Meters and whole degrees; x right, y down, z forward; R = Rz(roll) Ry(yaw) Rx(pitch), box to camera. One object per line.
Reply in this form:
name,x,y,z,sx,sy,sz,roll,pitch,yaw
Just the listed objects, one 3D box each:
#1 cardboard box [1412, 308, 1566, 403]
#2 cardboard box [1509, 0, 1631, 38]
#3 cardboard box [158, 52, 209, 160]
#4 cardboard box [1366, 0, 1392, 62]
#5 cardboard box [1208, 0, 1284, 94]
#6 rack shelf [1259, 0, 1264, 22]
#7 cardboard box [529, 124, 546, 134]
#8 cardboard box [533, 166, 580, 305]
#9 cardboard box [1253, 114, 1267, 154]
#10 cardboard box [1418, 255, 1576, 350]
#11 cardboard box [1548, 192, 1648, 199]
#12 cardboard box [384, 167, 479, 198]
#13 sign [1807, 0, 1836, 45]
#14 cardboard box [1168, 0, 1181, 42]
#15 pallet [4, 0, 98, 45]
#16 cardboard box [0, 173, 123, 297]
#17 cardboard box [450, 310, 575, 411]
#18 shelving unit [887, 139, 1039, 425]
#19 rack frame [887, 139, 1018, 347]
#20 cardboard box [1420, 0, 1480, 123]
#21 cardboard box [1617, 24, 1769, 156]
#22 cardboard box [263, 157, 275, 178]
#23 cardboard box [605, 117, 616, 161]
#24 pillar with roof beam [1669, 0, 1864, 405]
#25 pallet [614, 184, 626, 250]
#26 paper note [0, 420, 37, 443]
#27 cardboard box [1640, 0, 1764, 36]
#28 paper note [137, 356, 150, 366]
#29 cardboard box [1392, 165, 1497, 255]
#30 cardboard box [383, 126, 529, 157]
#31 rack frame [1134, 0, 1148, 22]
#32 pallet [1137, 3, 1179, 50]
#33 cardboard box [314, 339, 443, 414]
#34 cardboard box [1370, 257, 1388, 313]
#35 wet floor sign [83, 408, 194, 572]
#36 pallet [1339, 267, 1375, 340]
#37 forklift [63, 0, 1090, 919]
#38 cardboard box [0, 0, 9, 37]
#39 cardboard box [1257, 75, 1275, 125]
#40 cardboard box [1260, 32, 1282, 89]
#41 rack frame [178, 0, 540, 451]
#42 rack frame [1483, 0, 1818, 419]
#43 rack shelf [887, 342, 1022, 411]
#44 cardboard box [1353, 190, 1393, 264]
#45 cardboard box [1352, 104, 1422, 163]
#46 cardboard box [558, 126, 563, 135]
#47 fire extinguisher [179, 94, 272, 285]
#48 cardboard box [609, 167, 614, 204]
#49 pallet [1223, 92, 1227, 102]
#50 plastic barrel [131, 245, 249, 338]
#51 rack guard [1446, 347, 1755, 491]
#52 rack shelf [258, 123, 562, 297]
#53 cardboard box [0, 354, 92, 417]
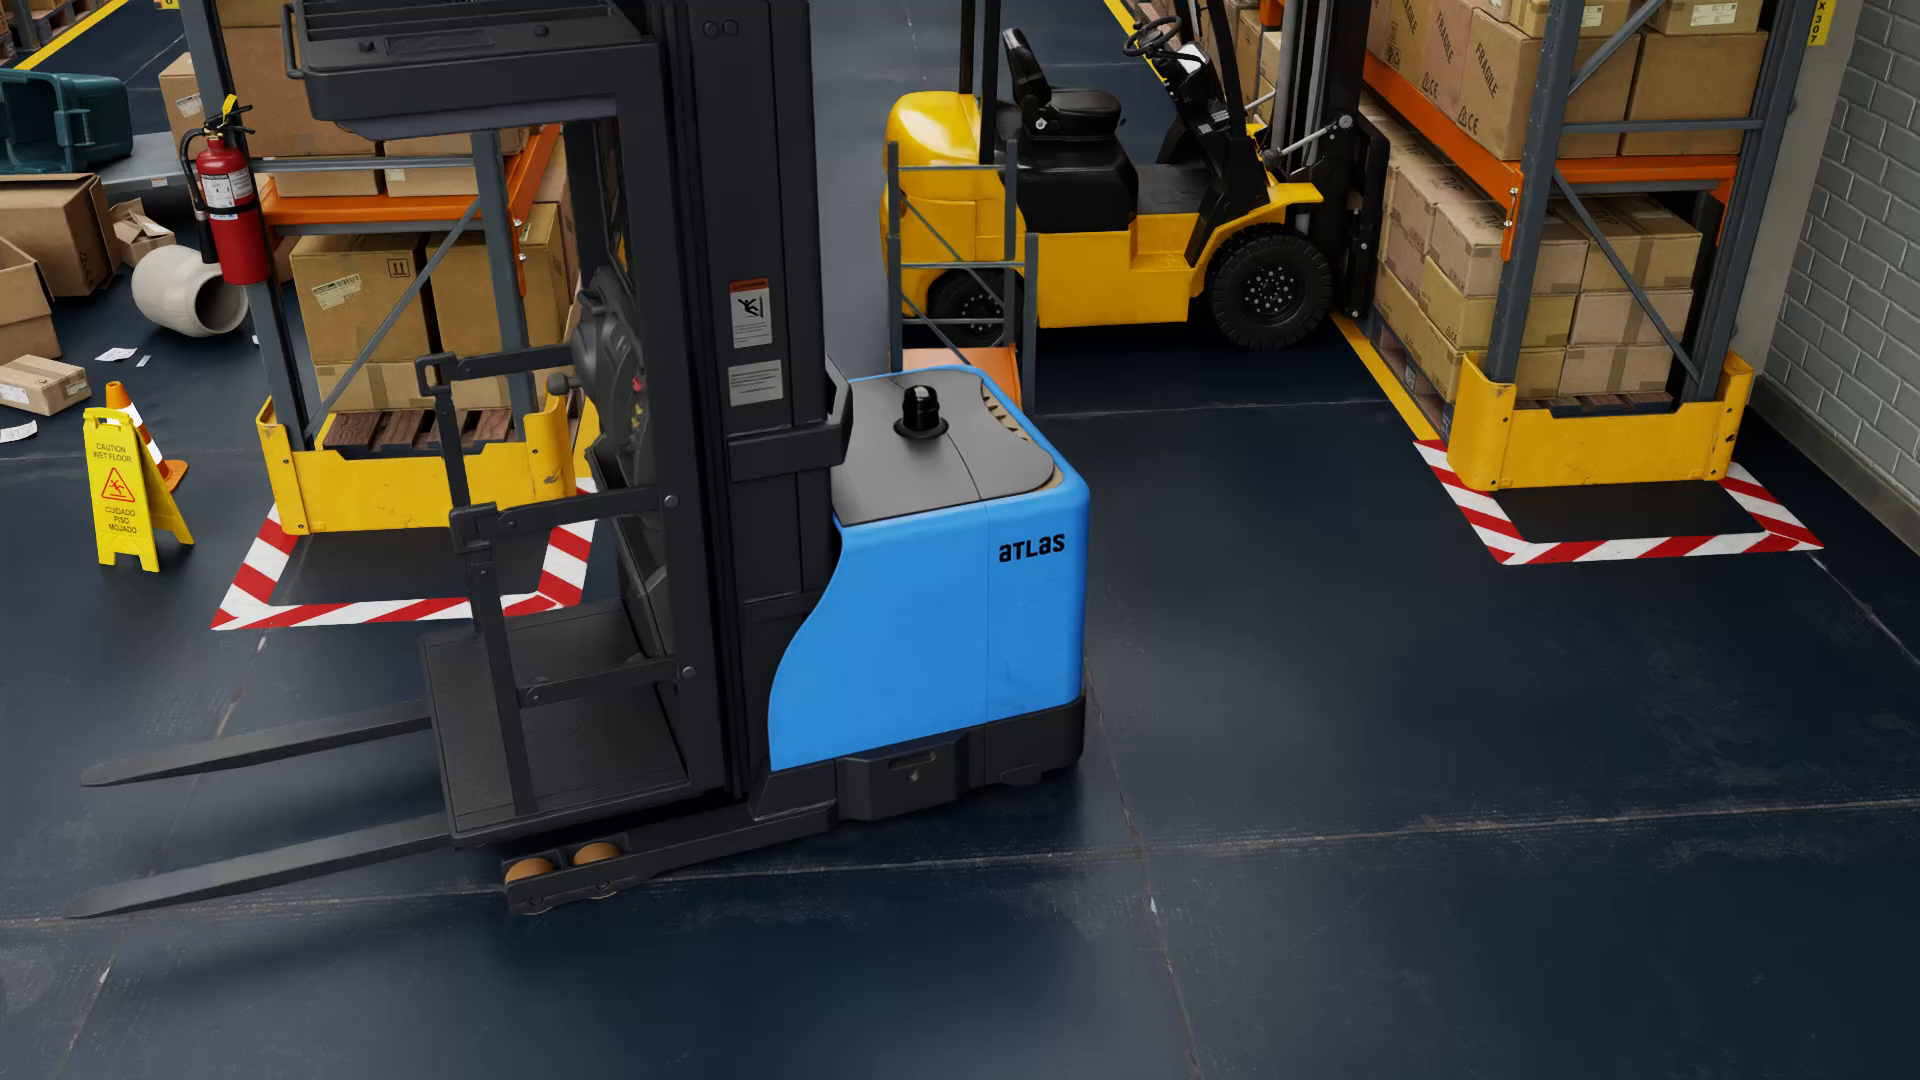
cardboard box,2.378,-0.846,7.513,0.500,0.250,0.500,-3,31,-4
cardboard box,2.426,-2.107,6.622,0.380,0.149,0.250,-2,31,-4
cardboard box,-4.348,-2.575,9.836,0.500,0.500,0.500,-3,31,-5
cardboard box,2.284,-2.686,8.225,0.500,0.500,0.500,-3,31,-4
cardboard box,2.238,-3.487,11.569,0.875,0.625,0.625,-3,31,-5
rack shelf,2.176,-4.376,11.853,1.077,0.370,4.000,-3,31,-5
cardboard box,-1.990,-1.857,7.178,0.380,0.149,0.250,-2,31,-4
cardboard box,-2.061,-1.408,7.722,0.500,0.500,0.500,-4,31,-6
cardboard box,2.079,-2.401,10.116,0.500,0.250,0.500,-2,31,-4
cardboard box,2.380,-1.070,7.400,0.500,0.250,0.500,-3,31,-5
cardboard box,2.830,-1.560,7.734,0.500,0.250,0.500,-3,31,-5
cardboard box,-2.030,-1.457,6.510,0.380,0.149,0.250,-3,31,-4
sign,3.290,-2.051,6.337,0.100,0.325,0.005,-3,31,-5
cardboard box,2.103,-4.214,12.787,0.875,0.625,0.625,-2,31,-3
pallet,-7.943,-4.379,13.876,1.003,0.211,1.213,-3,31,-5
cardboard box,-4.985,-1.621,8.841,0.797,0.637,0.503,-3,31,-5
cardboard box,-2.005,-0.807,7.447,0.500,0.250,0.500,-3,31,-5
shelving unit,-0.010,-0.631,6.344,0.587,1.500,1.083,-1,31,-2
rack frame,-0.029,-0.887,6.772,0.500,1.500,0.032,-1,31,-2
cardboard box,2.390,-2.169,7.358,0.500,0.500,0.500,-2,31,-3
cardboard box,2.967,-1.931,6.960,0.500,0.500,0.500,-2,31,-3
cardboard box,-2.587,-1.579,6.713,0.380,0.149,0.250,-3,31,-5
cardboard box,-2.256,-2.457,9.478,0.500,0.500,0.500,-3,31,-5
pillar with roof beam,-0.717,-4.390,5.323,9.100,9.000,0.400,-3,31,-5
pallet,-2.481,-1.886,9.701,1.003,0.211,1.213,-3,31,-5
paper note,-4.275,-0.495,7.548,0.148,0.019,0.142,-14,33,-22
cardboard box,2.963,-2.129,6.658,0.380,0.149,0.250,-4,31,-6
paper note,-4.036,-0.886,8.223,0.032,0.001,0.123,-3,31,-5
cardboard box,2.330,-1.531,7.685,0.500,0.250,0.500,-2,31,-4
cardboard box,-1.973,-1.808,6.464,0.500,0.500,0.500,-3,31,-5
rack frame,1.989,-5.706,13.378,1.000,3.000,0.127,-3,31,-5
pallet,2.027,-4.087,13.386,1.003,0.211,1.213,-3,31,-5
cardboard box,-2.550,-0.794,7.426,0.500,0.250,0.500,-3,31,-5
cardboard box,2.304,-1.356,8.368,0.500,0.250,0.500,-2,31,-4
wet floor sign,-3.252,-0.223,6.494,0.267,0.644,0.232,8,32,13
pallet,2.513,-1.434,8.945,1.003,0.211,1.213,-3,31,-5
forklift,-1.167,-0.461,4.663,3.031,2.935,1.130,-11,33,-18
cardboard box,-7.904,-4.077,12.435,1.050,0.750,0.750,-3,31,-5
cardboard box,2.101,-2.617,9.990,0.500,0.250,0.500,-3,31,-5
cardboard box,2.096,-2.831,9.861,0.500,0.250,0.500,-3,31,-5
rack frame,-2.205,-1.382,6.138,1.000,3.000,0.127,-3,31,-5
rack frame,2.737,-1.622,6.540,1.000,3.000,0.127,-3,31,-5
rack shelf,-0.009,-0.472,6.429,0.538,0.185,1.000,-1,31,-2
cardboard box,2.275,-1.589,8.269,0.500,0.250,0.500,-3,31,-6
cardboard box,2.233,-2.047,8.550,0.500,0.250,0.500,-3,31,-6
cardboard box,-2.158,-1.937,8.608,0.500,0.500,0.500,-1,31,-2
fire extinguisher,-2.653,-1.268,6.023,0.296,0.674,0.183,-3,31,-5
cardboard box,-2.196,-1.864,9.217,0.500,0.250,0.500,-4,31,-6
pallet,2.255,-2.841,11.300,1.003,0.211,1.213,-3,31,-5
plastic barrel,-3.905,-1.258,8.443,0.512,0.421,0.421,20,36,29
rack guard,2.739,-0.536,7.160,1.175,0.500,0.348,-3,31,-5
rack shelf,-2.392,-2.094,8.032,1.077,0.370,4.000,-3,31,-5
cardboard box,-4.338,-0.730,7.827,0.380,0.149,0.250,13,33,21
